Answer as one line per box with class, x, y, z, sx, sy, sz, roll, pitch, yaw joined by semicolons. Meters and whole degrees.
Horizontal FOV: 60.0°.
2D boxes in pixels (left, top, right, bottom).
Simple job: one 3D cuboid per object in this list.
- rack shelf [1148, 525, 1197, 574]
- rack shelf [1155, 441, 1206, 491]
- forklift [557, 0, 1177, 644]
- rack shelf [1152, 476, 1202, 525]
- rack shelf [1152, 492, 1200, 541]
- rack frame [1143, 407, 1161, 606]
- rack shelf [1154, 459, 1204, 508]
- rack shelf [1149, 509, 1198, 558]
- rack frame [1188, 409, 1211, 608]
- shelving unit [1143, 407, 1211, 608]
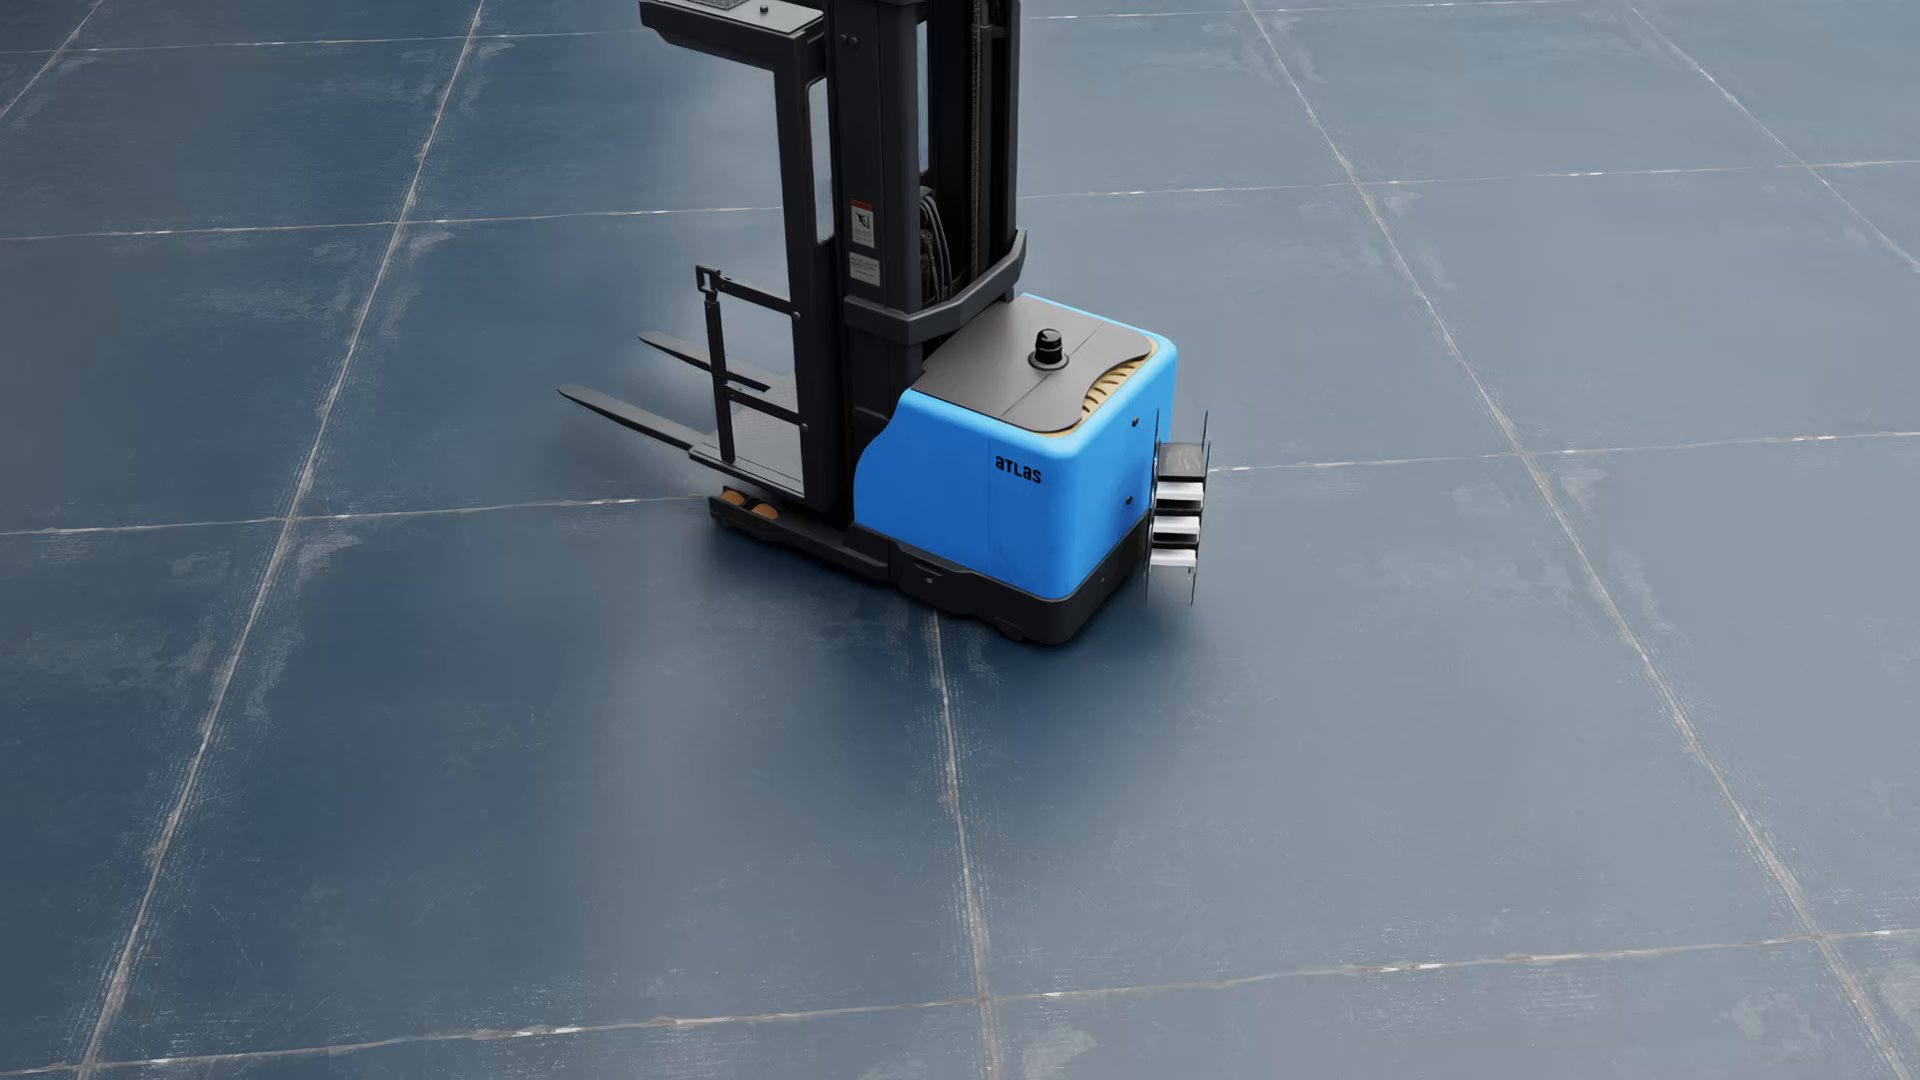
rack shelf;0.931;0.036;7.320;0.200;0.077;0.258;2;39;3
rack shelf;0.930;-0.315;7.039;0.200;0.077;0.258;2;39;3
forklift;-0.573;-1.404;7.163;3.031;2.935;1.130;22;43;25
rack shelf;0.931;-0.175;7.152;0.200;0.077;0.258;2;39;3
rack shelf;0.931;-0.104;7.208;0.200;0.077;0.258;2;39;3
rack frame;0.829;-0.134;7.192;0.006;0.900;0.240;2;39;3
rack shelf;0.930;-0.245;7.095;0.200;0.077;0.258;2;39;3
rack shelf;0.931;-0.034;7.264;0.200;0.077;0.258;2;39;3
rack frame;1.032;-0.127;7.182;0.006;0.900;0.240;2;39;3
shelving unit;0.931;-0.130;7.187;0.210;0.900;0.258;2;39;3
